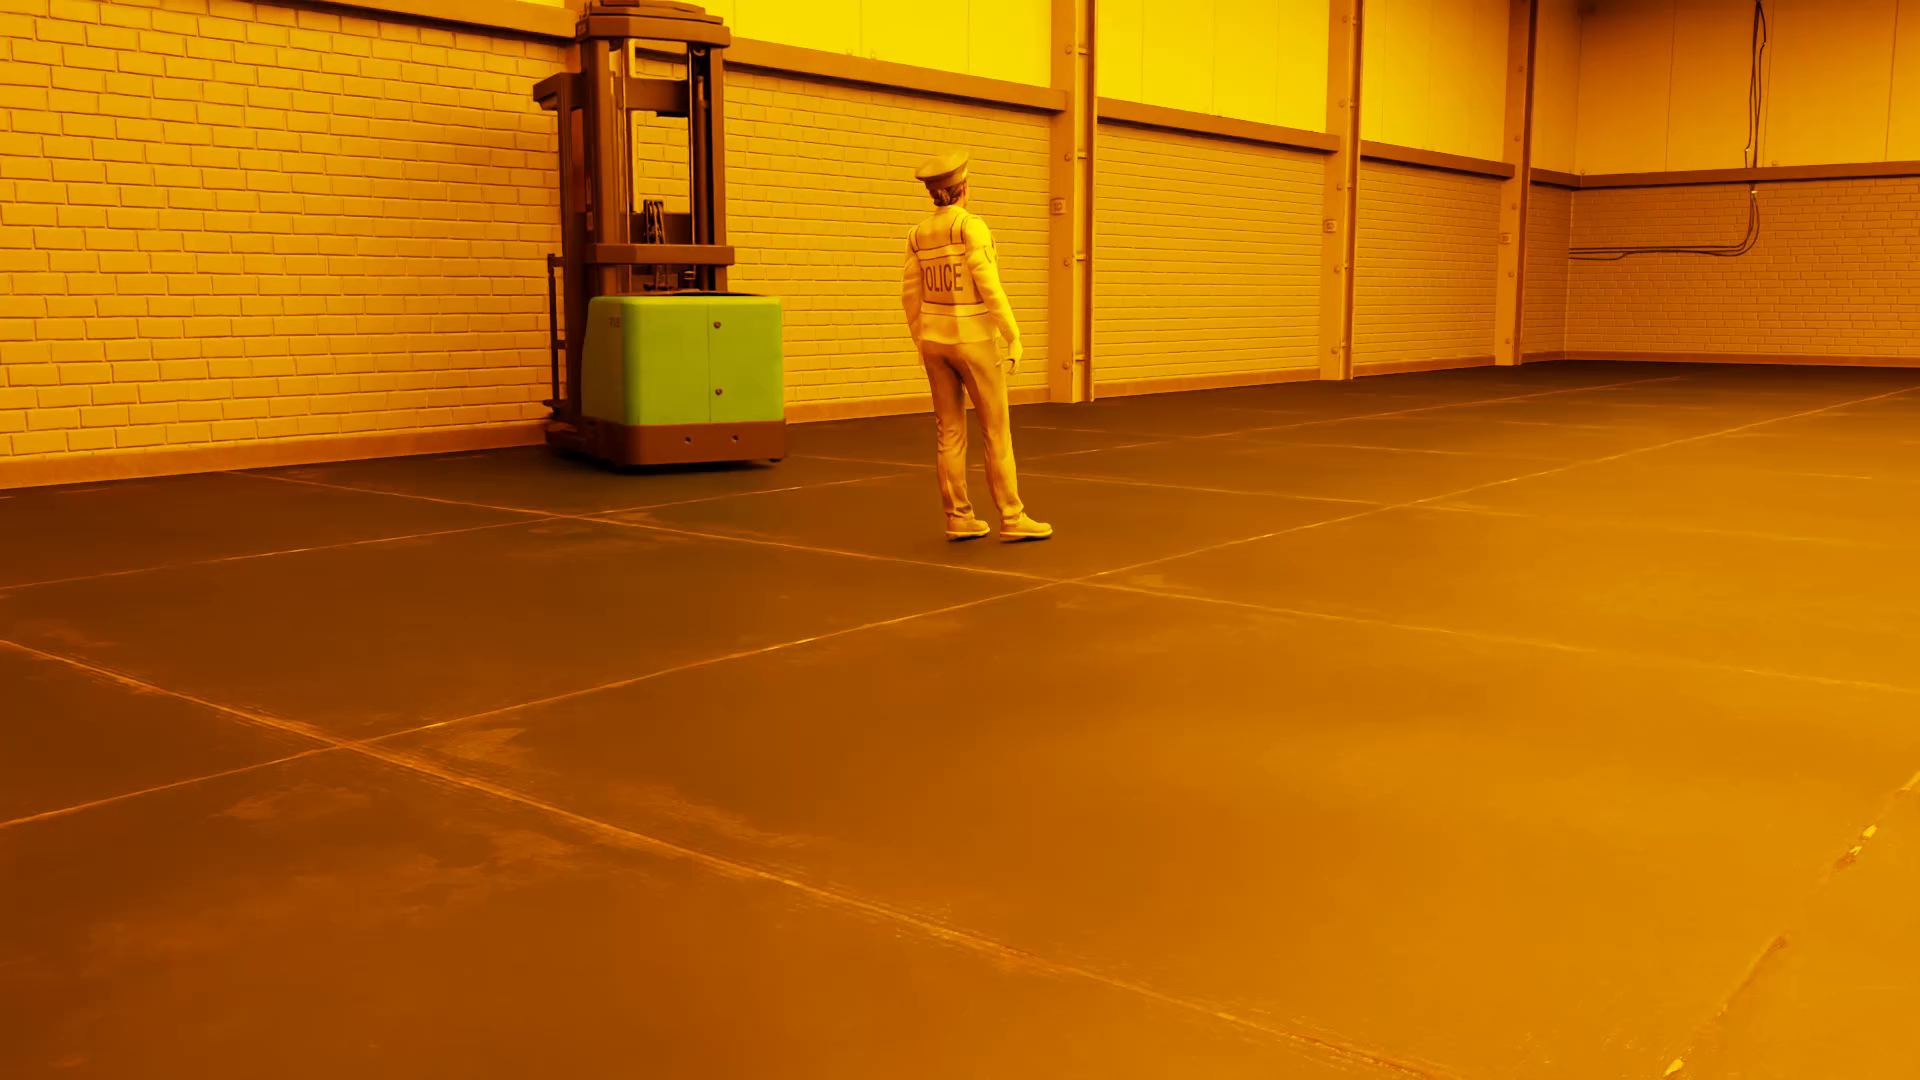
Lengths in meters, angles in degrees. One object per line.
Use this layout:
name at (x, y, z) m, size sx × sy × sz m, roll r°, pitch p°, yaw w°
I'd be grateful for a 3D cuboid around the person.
person at (0.048, -0.853, 7.330) m, size 0.588 × 1.695 × 0.531 m, roll 7°, pitch 11°, yaw 38°

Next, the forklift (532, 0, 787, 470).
forklift at (-2.222, -2.051, 11.297) m, size 1.130 × 2.935 × 3.031 m, roll -4°, pitch 9°, yaw -27°
